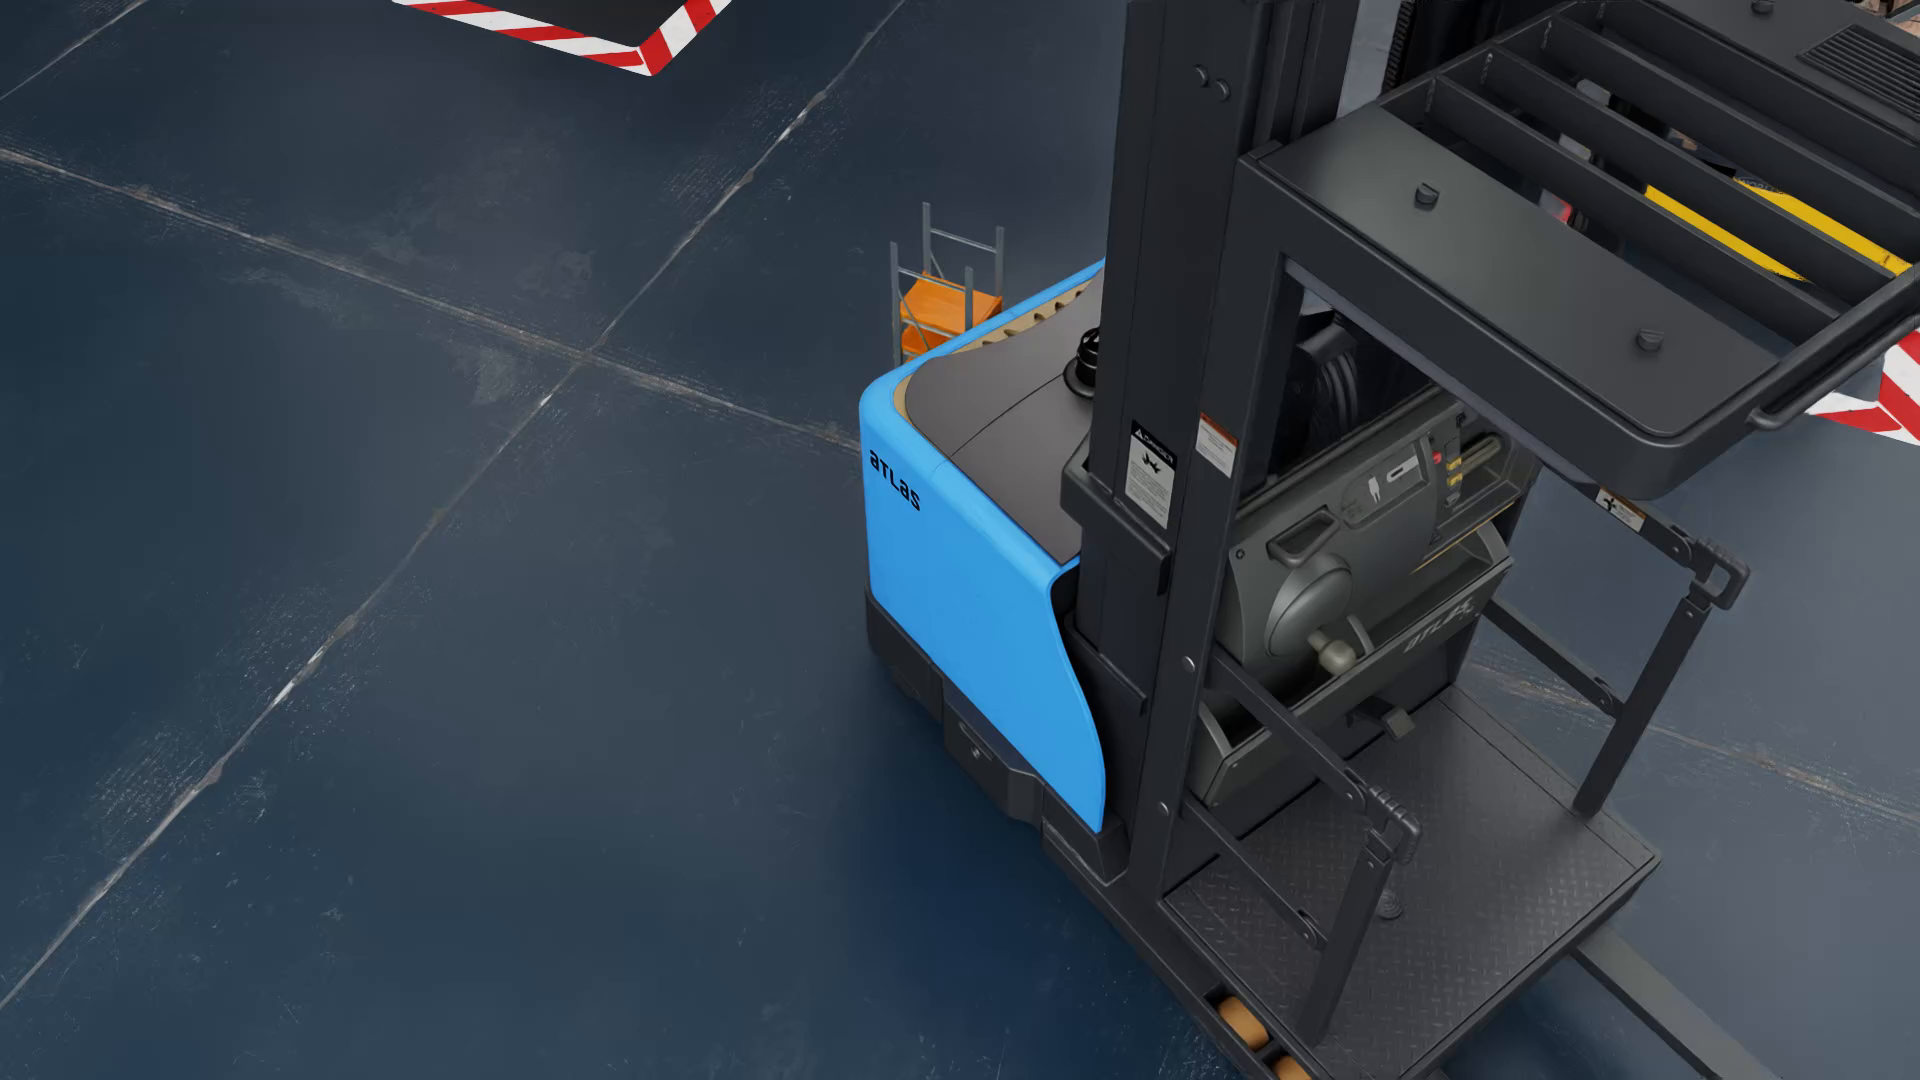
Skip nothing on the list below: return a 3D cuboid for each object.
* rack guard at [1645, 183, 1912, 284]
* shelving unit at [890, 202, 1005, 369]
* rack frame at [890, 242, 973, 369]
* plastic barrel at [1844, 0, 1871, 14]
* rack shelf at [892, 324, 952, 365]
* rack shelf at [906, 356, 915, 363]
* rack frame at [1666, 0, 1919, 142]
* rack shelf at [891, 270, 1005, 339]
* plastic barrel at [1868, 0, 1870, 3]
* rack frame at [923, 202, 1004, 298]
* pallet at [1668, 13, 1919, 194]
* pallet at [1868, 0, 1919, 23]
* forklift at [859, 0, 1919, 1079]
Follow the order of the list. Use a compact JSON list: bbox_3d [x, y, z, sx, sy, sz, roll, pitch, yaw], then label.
[{"bbox_3d":[2.913,-1.294,6.023,1.175,0.500,0.348,20,52,16],"label":"rack guard"},{"bbox_3d":[-0.033,-0.409,4.810,0.258,1.200,0.189,21,53,17],"label":"shelving unit"},{"bbox_3d":[-0.074,-0.347,4.757,0.240,1.200,0.006,21,53,17],"label":"rack frame"},{"bbox_3d":[3.135,-1.844,6.208,0.421,0.512,0.421,0,50,0],"label":"plastic barrel"},{"bbox_3d":[-0.033,-0.536,4.661,0.258,0.103,0.180,21,53,17],"label":"rack shelf"},{"bbox_3d":[-0.033,-0.458,4.753,0.258,0.103,0.180,21,53,17],"label":"rack shelf"},{"bbox_3d":[2.923,-2.036,5.013,1.000,3.000,0.127,20,52,16],"label":"rack frame"},{"bbox_3d":[-0.033,-0.614,4.570,0.258,0.103,0.180,21,53,17],"label":"rack shelf"},{"bbox_3d":[3.349,-2.189,6.501,0.421,0.512,0.421,0,50,0],"label":"plastic barrel"},{"bbox_3d":[0.008,-0.471,4.863,0.240,1.200,0.006,21,53,17],"label":"rack frame"},{"bbox_3d":[3.265,-1.758,6.607,1.003,0.211,1.213,20,52,16],"label":"pallet"},{"bbox_3d":[3.787,-2.595,7.320,1.003,0.211,1.213,20,52,16],"label":"pallet"},{"bbox_3d":[1.027,0.031,3.299,1.130,2.935,3.031,-31,56,-23],"label":"forklift"}]
